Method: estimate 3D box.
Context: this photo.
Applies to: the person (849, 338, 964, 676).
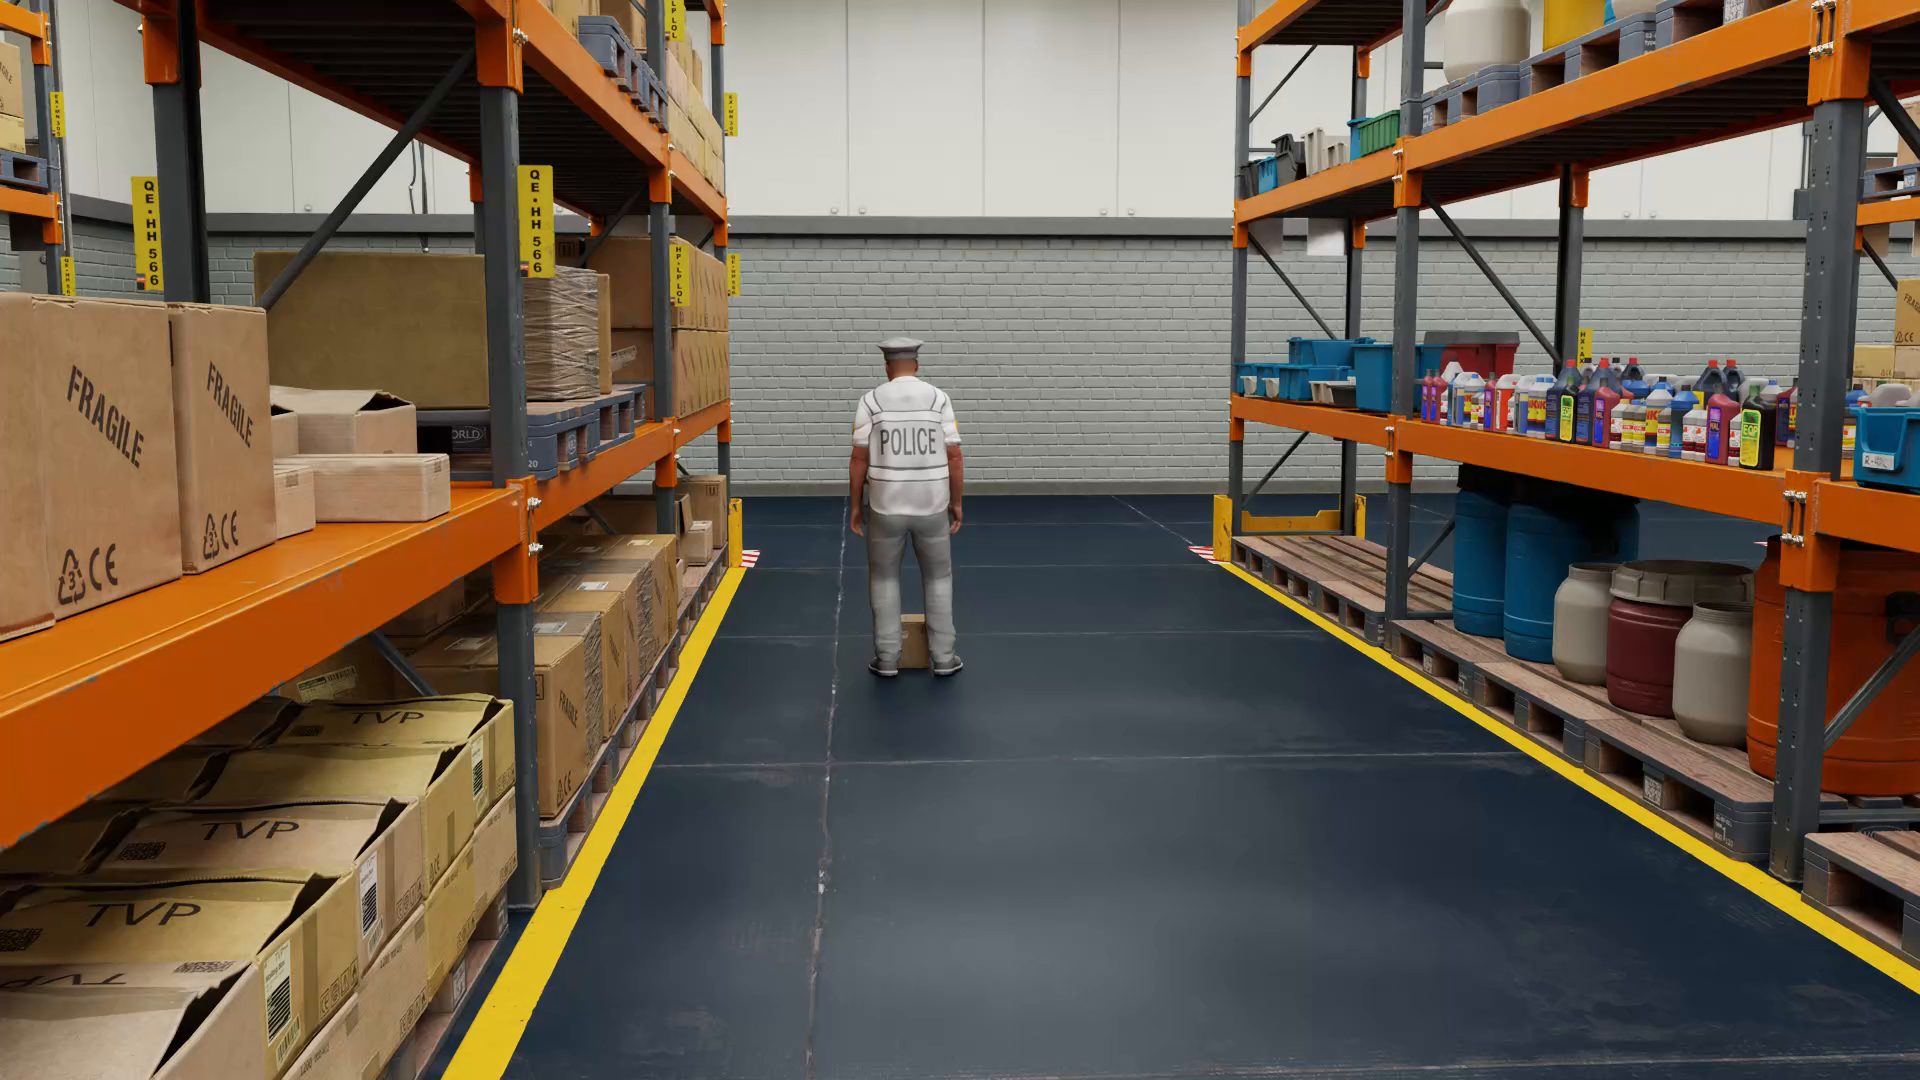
[{"bbox_3d":[-0.272,-0.168,8.616,0.600,1.749,0.429,-1,7,-6],"label":"person"}]
